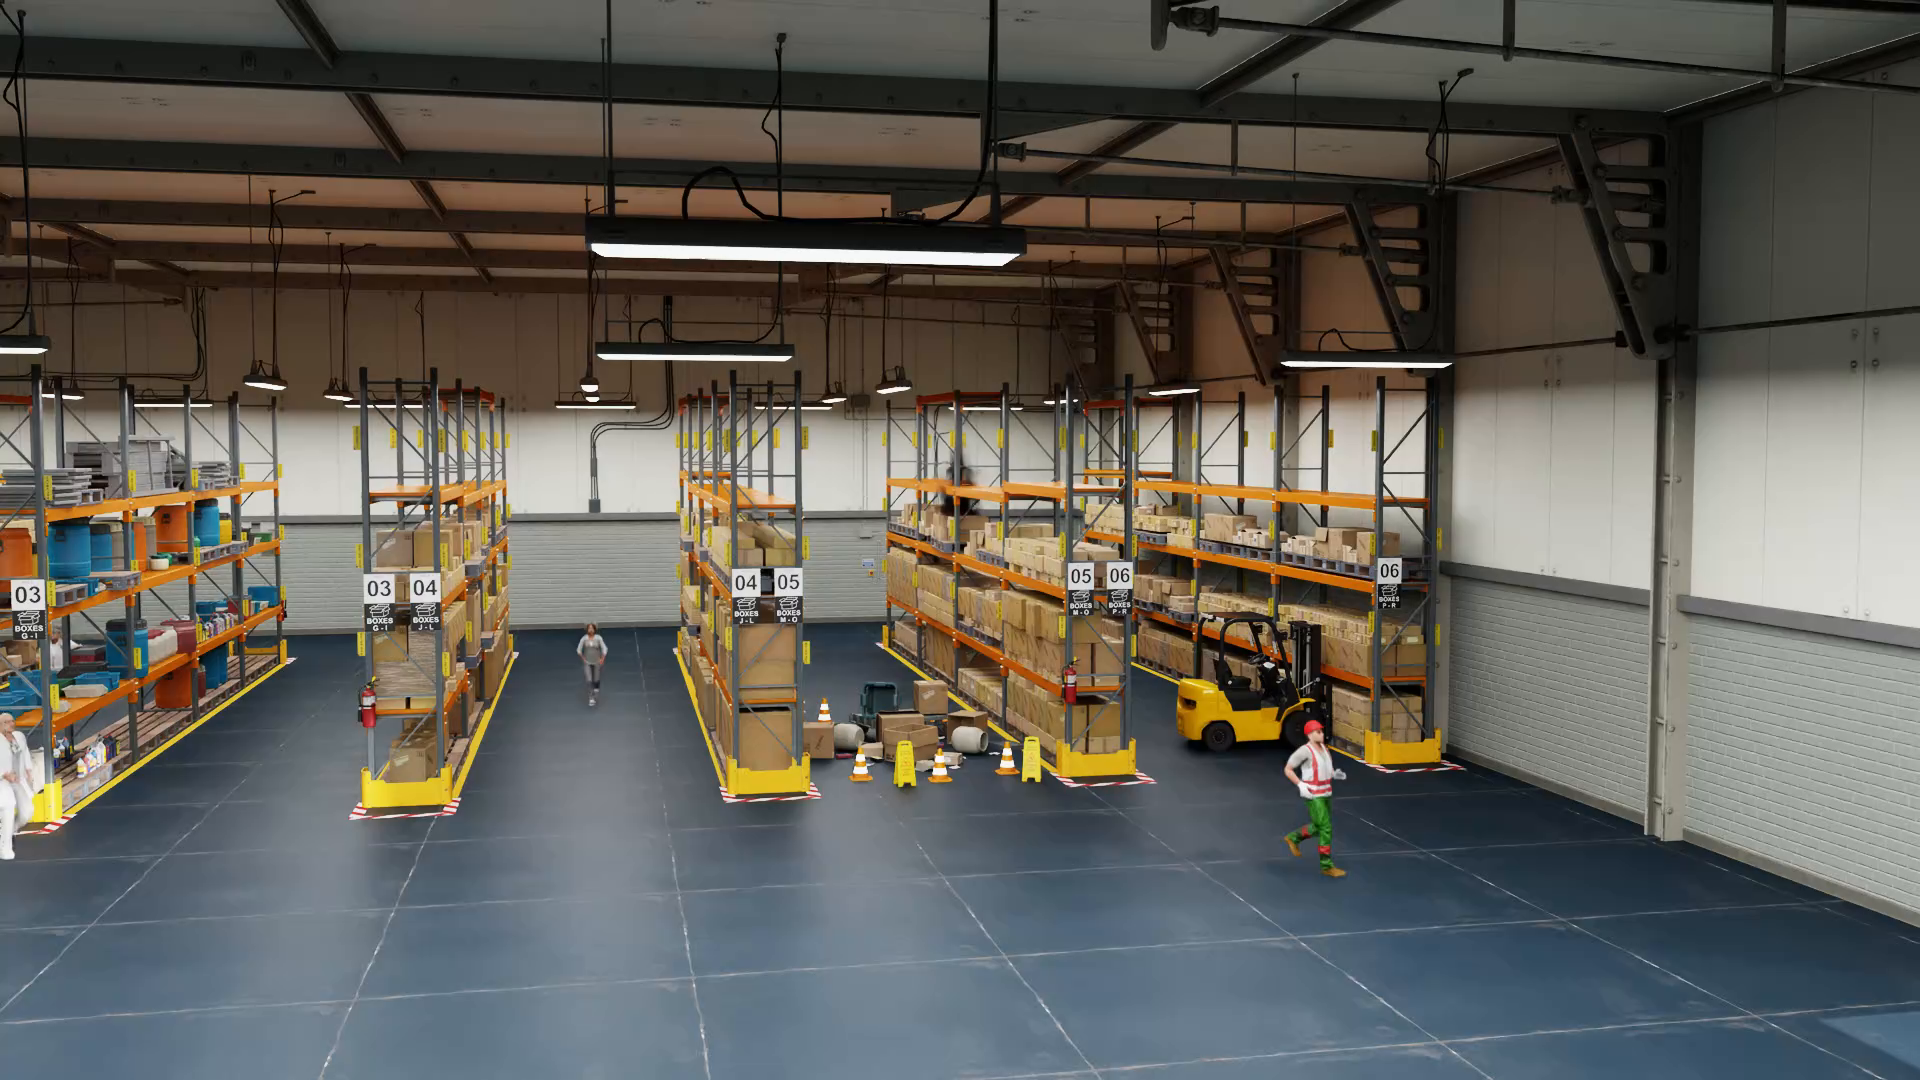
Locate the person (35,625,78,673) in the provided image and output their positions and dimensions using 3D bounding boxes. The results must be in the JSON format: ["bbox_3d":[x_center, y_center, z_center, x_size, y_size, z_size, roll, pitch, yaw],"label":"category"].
[{"bbox_3d":[-15.812,2.385,29.189,0.672,1.839,0.930,-1,3,-10],"label":"person"}]

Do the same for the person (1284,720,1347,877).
[{"bbox_3d":[4.118,2.970,19.269,0.658,1.765,0.874,-3,5,-43],"label":"person"}]

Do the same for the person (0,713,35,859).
[{"bbox_3d":[-11.428,2.946,20.005,0.652,1.744,0.750,1,4,22],"label":"person"}]

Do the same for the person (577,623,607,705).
[{"bbox_3d":[-6.996,2.347,31.616,0.564,1.559,0.576,-1,3,-13],"label":"person"}]
